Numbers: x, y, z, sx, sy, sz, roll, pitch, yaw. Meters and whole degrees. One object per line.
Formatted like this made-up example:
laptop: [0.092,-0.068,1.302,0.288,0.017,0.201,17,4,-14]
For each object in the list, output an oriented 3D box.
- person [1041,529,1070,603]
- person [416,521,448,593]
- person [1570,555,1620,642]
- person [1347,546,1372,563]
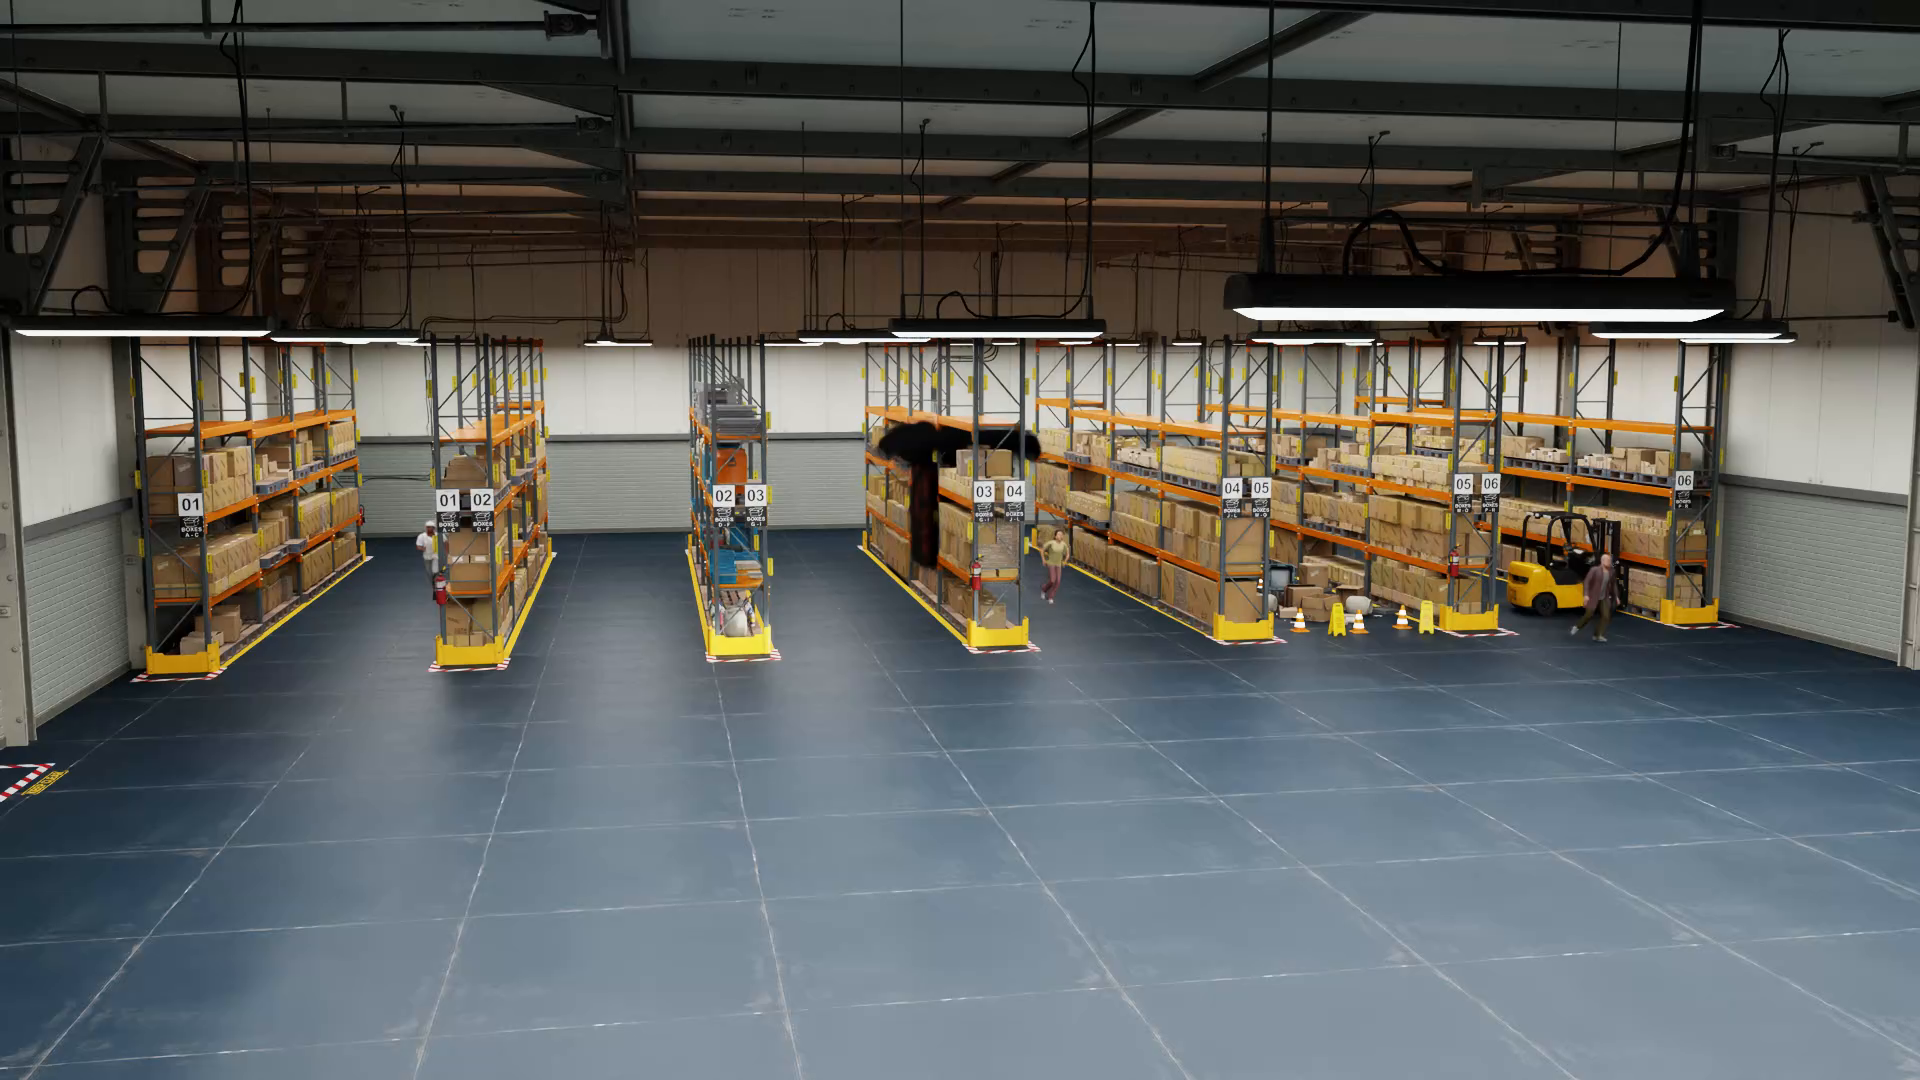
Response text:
person: [2.111,0.568,36.381,0.611,1.613,0.517,-3,7,-21]
person: [-12.209,0.451,38.450,0.652,1.812,0.833,0,7,-4]
person: [12.554,1.115,32.842,0.751,1.719,0.789,-2,7,-15]
person: [10.625,-0.210,44.344,0.650,1.746,0.977,-3,7,-23]
